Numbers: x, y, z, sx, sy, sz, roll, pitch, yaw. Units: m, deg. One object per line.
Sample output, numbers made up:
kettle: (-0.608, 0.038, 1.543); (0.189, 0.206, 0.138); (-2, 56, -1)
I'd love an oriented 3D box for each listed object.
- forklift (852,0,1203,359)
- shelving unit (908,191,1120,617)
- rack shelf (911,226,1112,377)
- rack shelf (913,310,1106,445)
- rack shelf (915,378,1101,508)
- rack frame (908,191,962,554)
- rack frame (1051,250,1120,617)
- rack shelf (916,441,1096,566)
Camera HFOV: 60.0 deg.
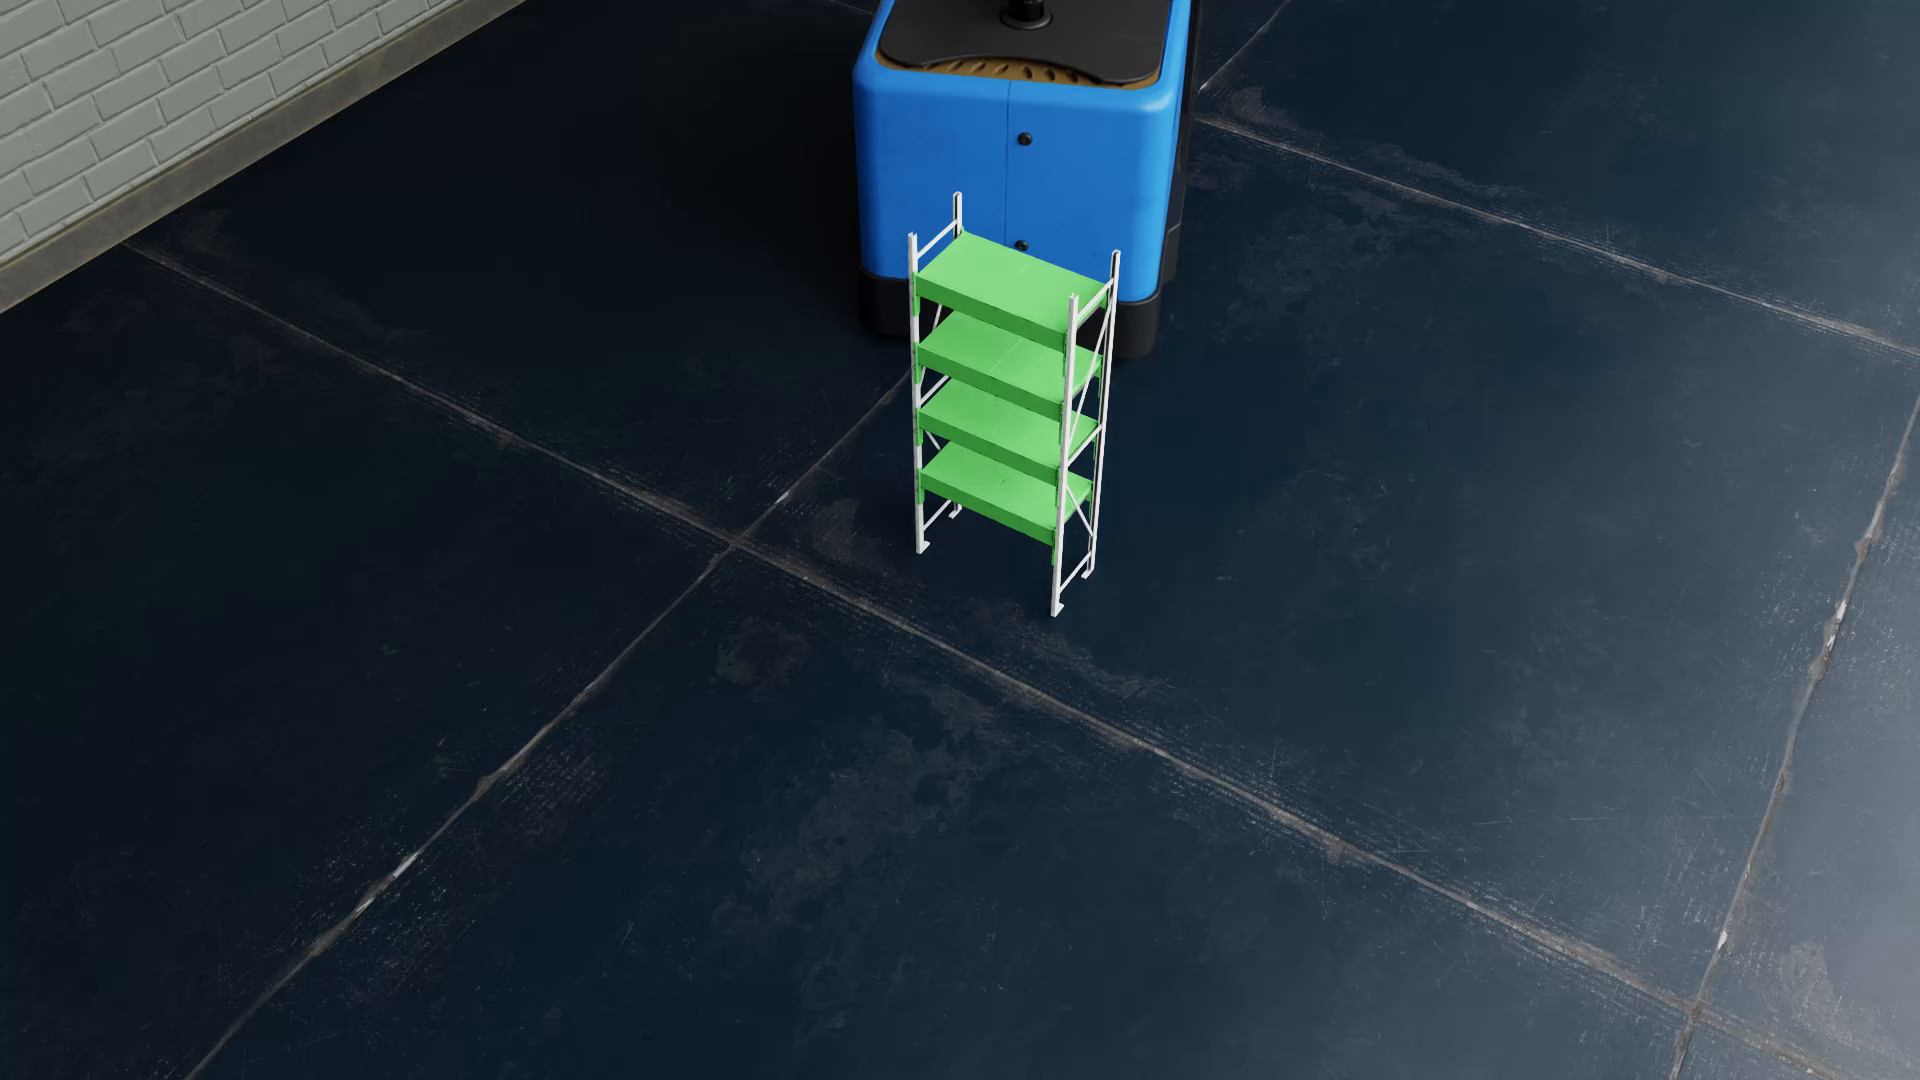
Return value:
forklift: (0.396, -2.717, 5.846); (1.130, 2.935, 3.031); (7, 46, 7)
shelving unit: (0.139, -0.354, 4.757); (0.503, 1.200, 0.258); (25, 51, 22)
rack shelf: (0.139, -0.644, 4.459); (0.480, 0.148, 0.258); (25, 51, 22)
rack shelf: (0.139, -0.477, 4.631); (0.480, 0.148, 0.258); (25, 51, 22)
rack shelf: (0.139, -0.310, 4.803); (0.480, 0.148, 0.258); (25, 51, 22)
rack frame: (-0.066, -0.449, 4.849); (0.015, 1.200, 0.240); (25, 51, 22)
rack frame: (0.345, -0.260, 4.666); (0.015, 1.200, 0.240); (25, 51, 22)
rack shelf: (0.139, -0.142, 4.975); (0.480, 0.148, 0.258); (25, 51, 22)
